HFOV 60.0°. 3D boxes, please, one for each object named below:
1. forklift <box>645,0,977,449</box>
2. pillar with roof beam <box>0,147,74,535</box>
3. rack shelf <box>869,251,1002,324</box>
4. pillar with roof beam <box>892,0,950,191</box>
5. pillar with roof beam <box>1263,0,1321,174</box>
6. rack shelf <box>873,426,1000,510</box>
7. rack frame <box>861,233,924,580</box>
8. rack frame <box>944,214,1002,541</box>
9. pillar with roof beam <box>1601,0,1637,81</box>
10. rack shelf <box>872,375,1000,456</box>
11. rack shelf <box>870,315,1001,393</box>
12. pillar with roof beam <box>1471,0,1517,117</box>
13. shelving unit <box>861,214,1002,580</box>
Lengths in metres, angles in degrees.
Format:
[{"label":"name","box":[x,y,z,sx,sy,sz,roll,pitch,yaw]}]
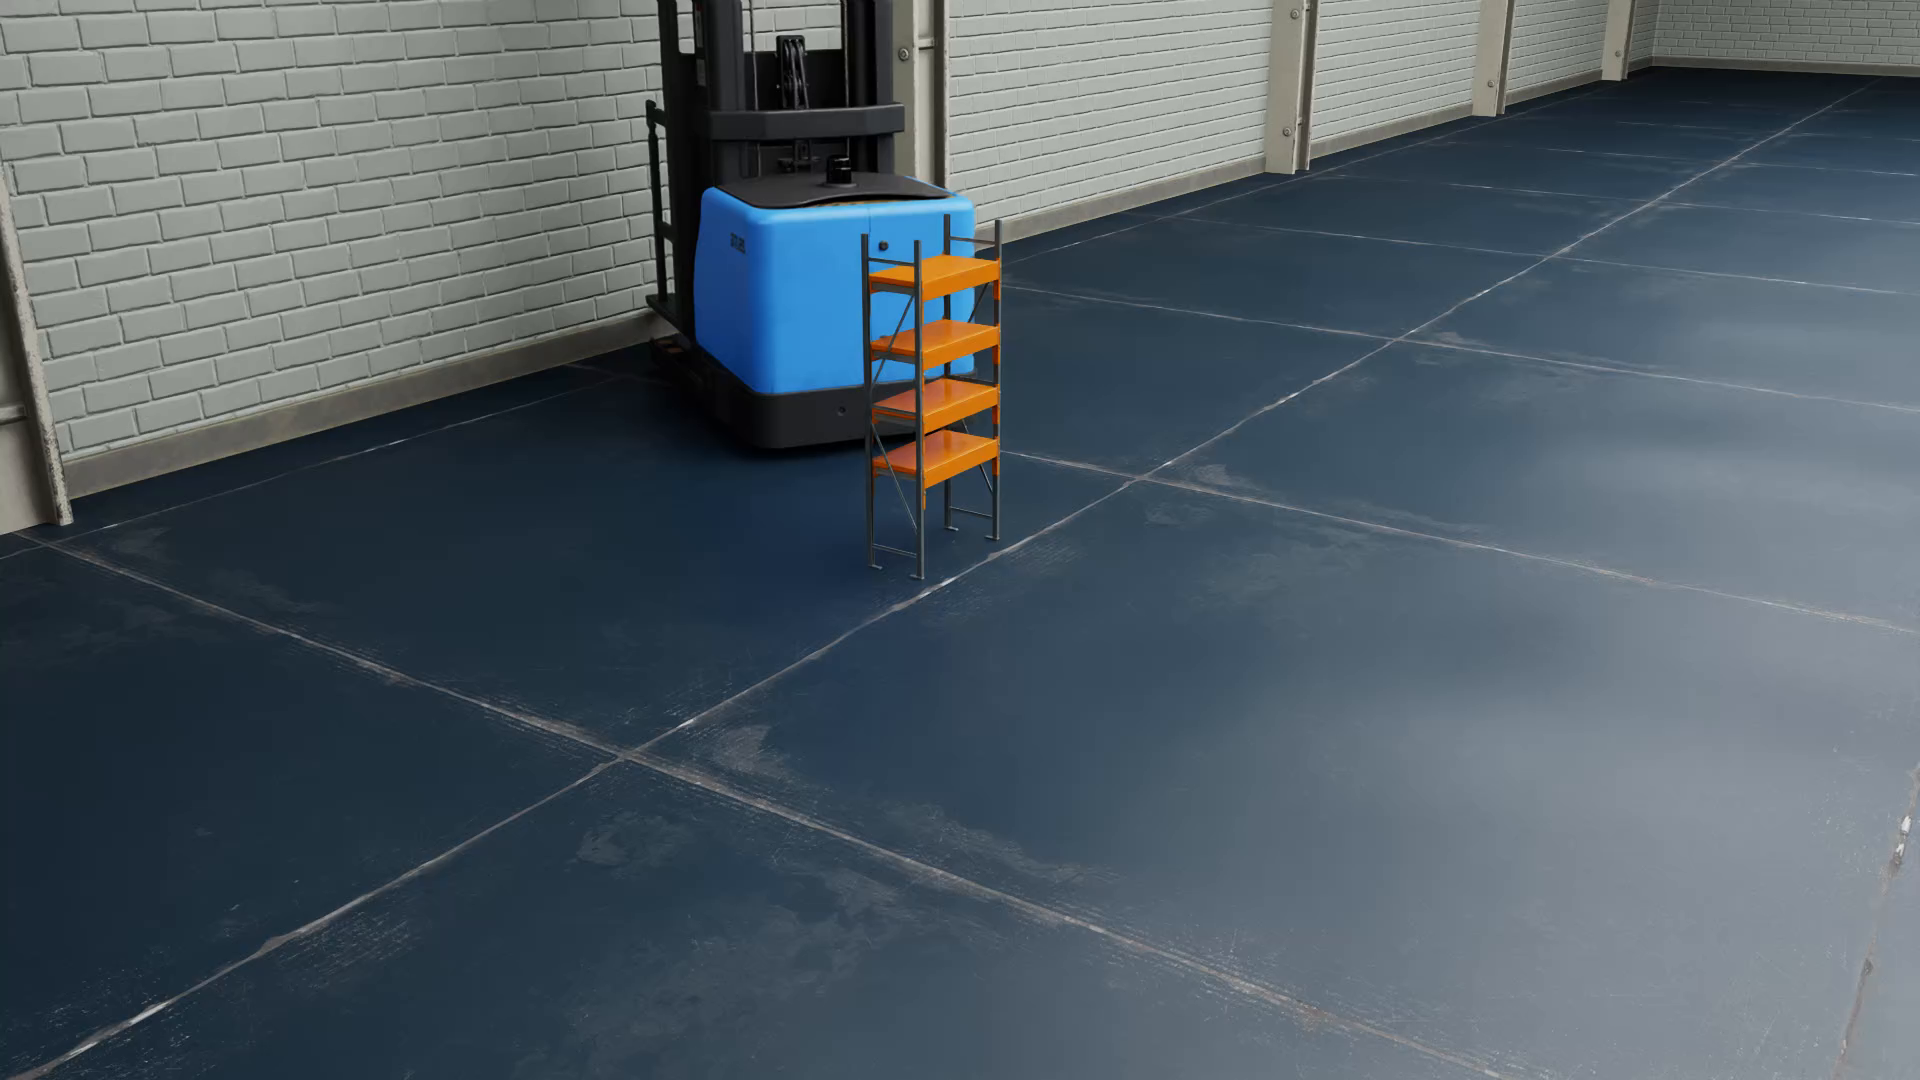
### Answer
[{"label":"forklift","box":[-0.962,-2.240,8.095,1.130,2.935,3.031,-8,22,-21]},{"label":"pillar with roof beam","box":[-0.114,-3.424,2.551,9.100,9.000,0.400,13,24,32]},{"label":"rack shelf","box":[-0.093,-0.884,5.792,0.258,0.148,0.480,13,24,32]},{"label":"pillar with roof beam","box":[3.258,-5.146,7.205,9.100,9.000,0.400,13,24,32]},{"label":"pillar with roof beam","box":[6.631,-6.867,11.859,9.100,9.000,0.400,13,24,32]},{"label":"rack shelf","box":[-0.093,-0.266,6.021,0.258,0.148,0.480,13,24,32]},{"label":"rack frame","box":[-0.230,-0.445,5.739,0.240,1.200,0.015,13,24,32]},{"label":"rack frame","box":[0.044,-0.585,6.118,0.240,1.200,0.015,13,24,32]},{"label":"pillar with roof beam","box":[13.377,-10.310,21.167,9.100,9.000,0.400,13,24,32]},{"label":"rack shelf","box":[-0.093,-0.452,5.952,0.258,0.148,0.480,13,24,32]},{"label":"rack shelf","box":[-0.093,-0.662,5.874,0.258,0.148,0.480,13,24,32]},{"label":"pillar with roof beam","box":[10.004,-8.589,16.513,9.100,9.000,0.400,13,24,32]},{"label":"shelving unit","box":[-0.093,-0.515,5.928,0.258,1.200,0.503,13,24,32]}]
